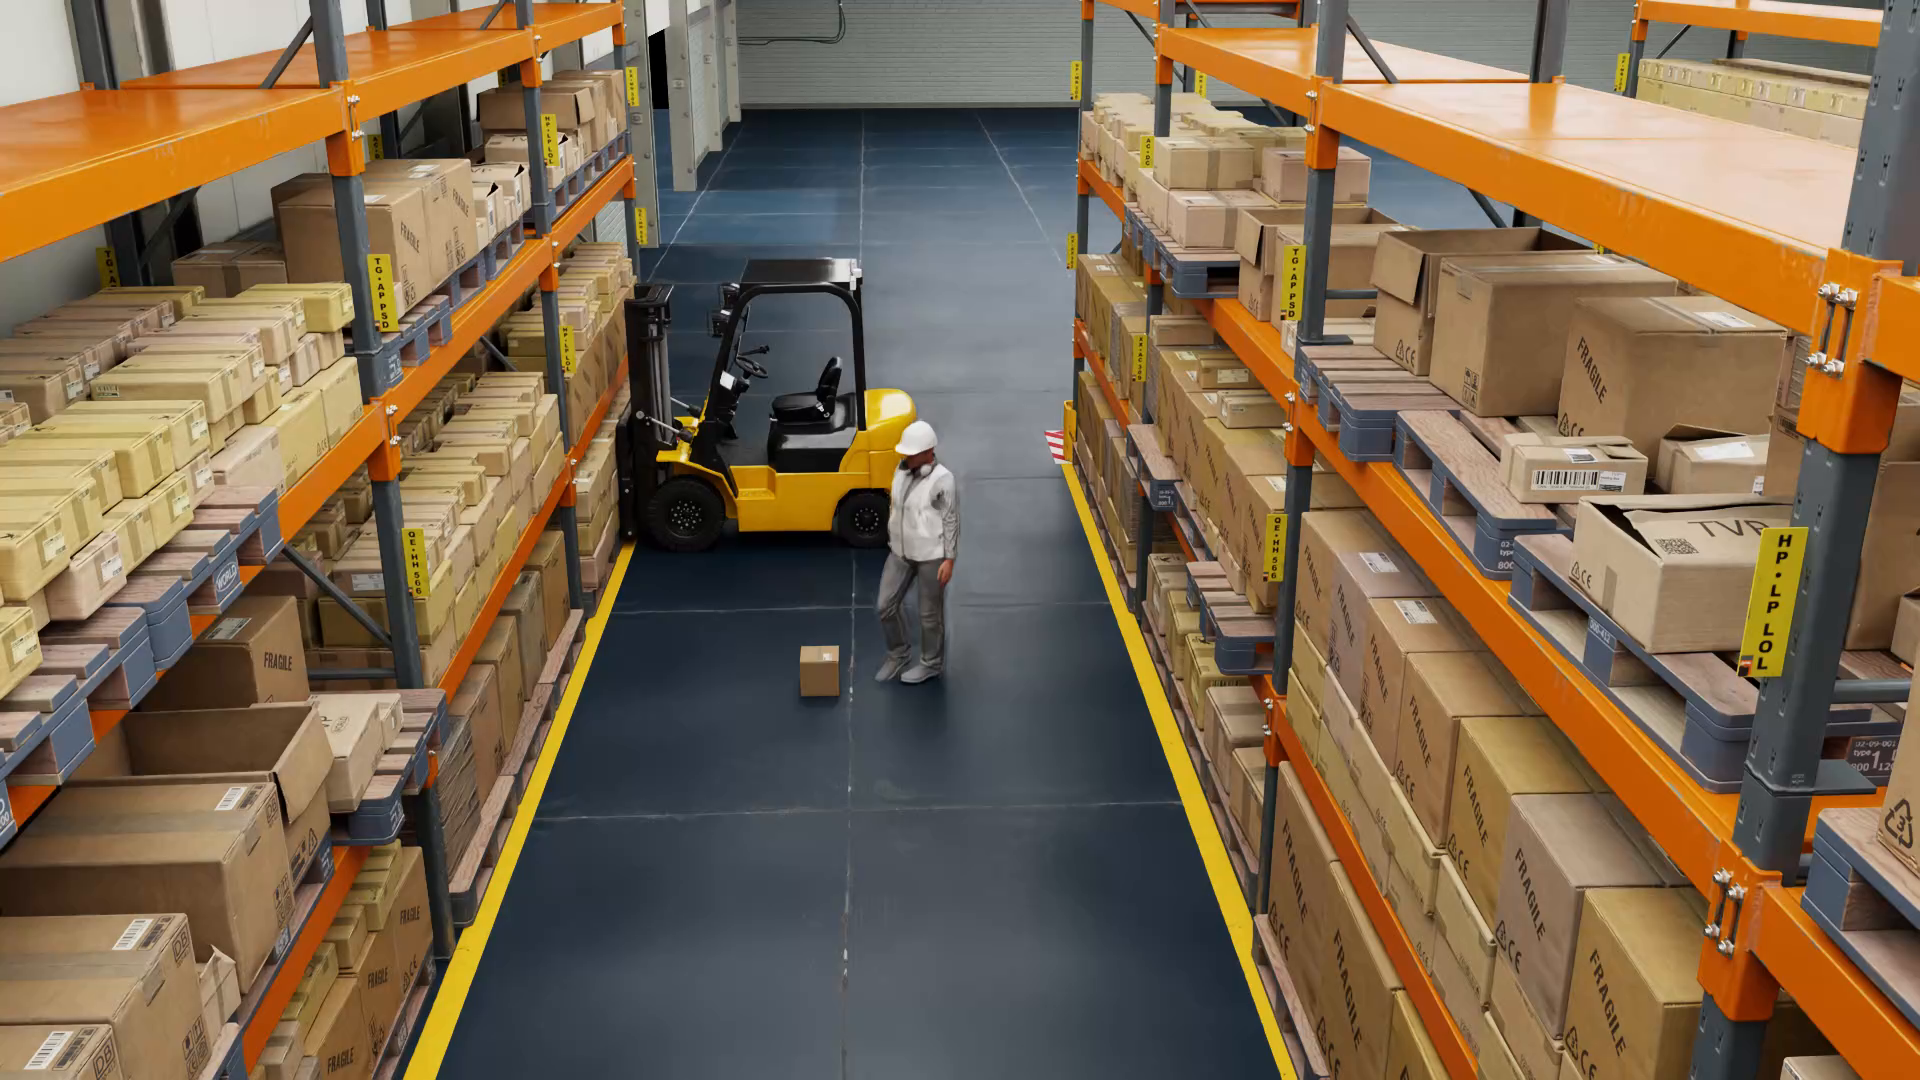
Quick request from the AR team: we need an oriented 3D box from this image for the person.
[{"bbox_3d":[-0.279,0.115,10.755,0.563,1.811,0.454,15,25,35],"label":"person"}]
